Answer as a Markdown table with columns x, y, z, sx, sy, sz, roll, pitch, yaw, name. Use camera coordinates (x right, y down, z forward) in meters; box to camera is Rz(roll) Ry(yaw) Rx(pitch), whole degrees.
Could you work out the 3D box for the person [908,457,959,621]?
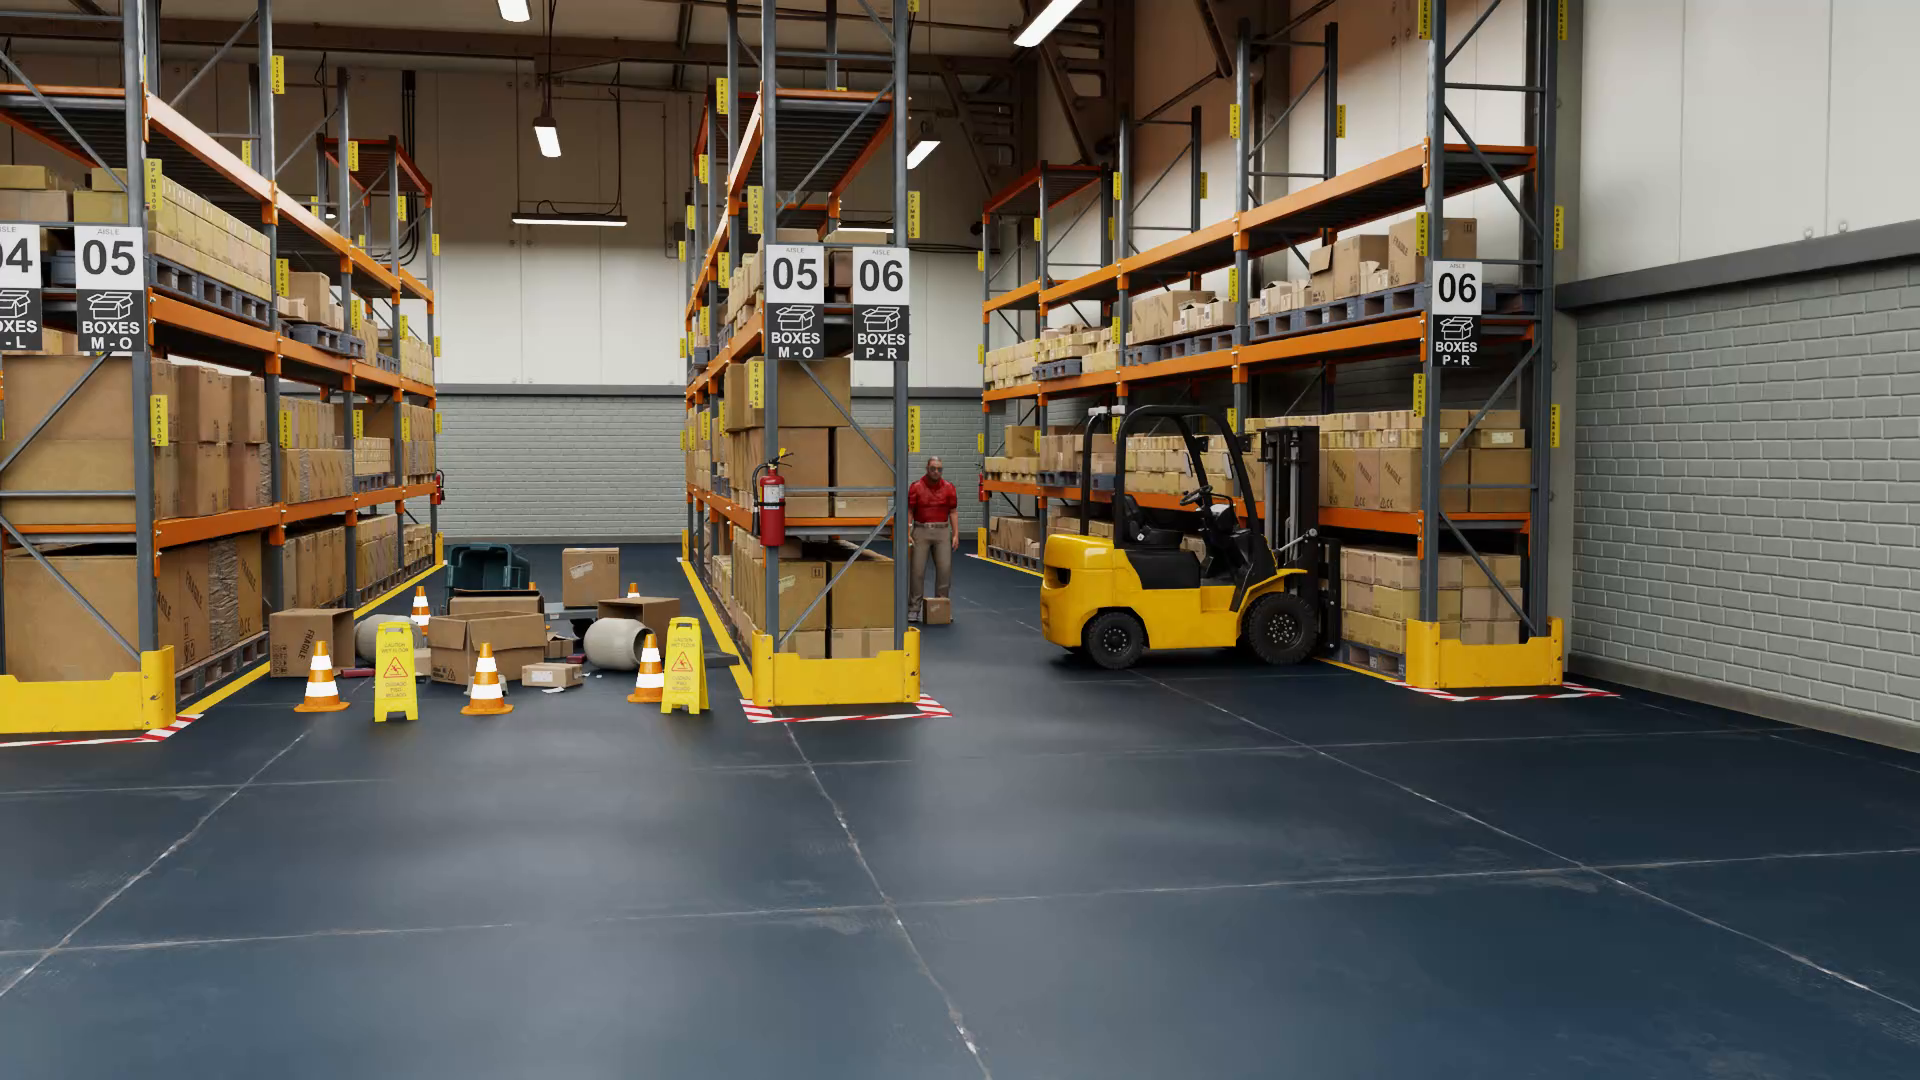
| x | y | z | sx | sy | sz | roll | pitch | yaw | name |
| --- | --- | --- | --- | --- | --- | --- | --- | --- | --- |
| -0.299 | -0.015 | 17.522 | 0.593 | 1.726 | 0.395 | -1 | 3 | -12 | person |
